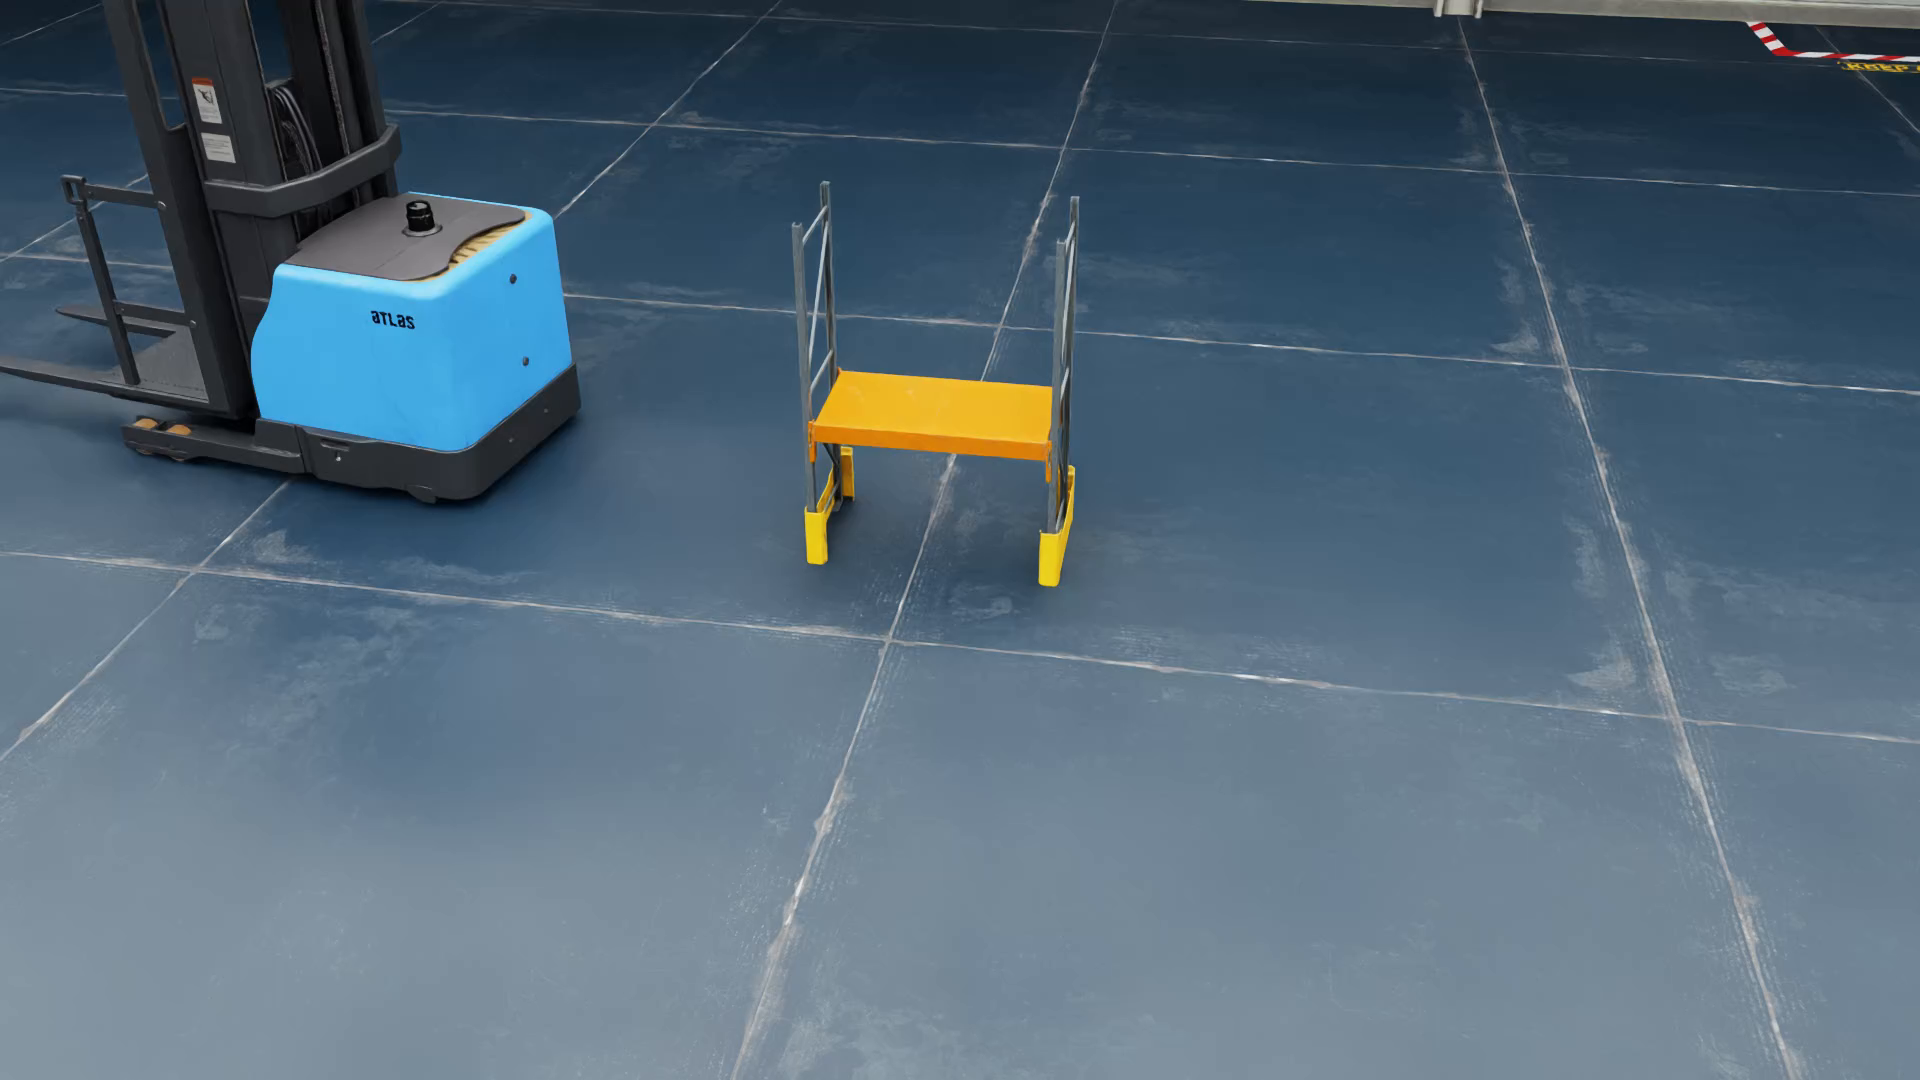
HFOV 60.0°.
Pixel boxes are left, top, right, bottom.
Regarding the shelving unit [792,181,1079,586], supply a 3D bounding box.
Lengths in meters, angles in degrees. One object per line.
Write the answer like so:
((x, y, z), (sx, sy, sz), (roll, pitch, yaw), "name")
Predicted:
((-0.075, -0.643, 6.863), (1.083, 1.500, 0.587), (5, 32, 8), "shelving unit")

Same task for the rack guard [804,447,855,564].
((-0.566, -0.157, 7.266), (0.087, 0.250, 0.587), (5, 32, 8), "rack guard")

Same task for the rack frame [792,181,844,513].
((-0.585, -0.689, 6.937), (0.032, 1.500, 0.500), (5, 32, 8), "rack frame")

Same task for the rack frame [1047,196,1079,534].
((0.417, -0.598, 6.792), (0.032, 1.500, 0.500), (5, 32, 8), "rack frame")

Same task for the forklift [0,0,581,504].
((-3.434, -1.868, 7.472), (3.031, 2.935, 1.130), (10, 33, 16), "forklift")

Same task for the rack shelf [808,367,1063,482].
((-0.084, -0.491, 6.960), (1.000, 0.185, 0.538), (5, 32, 8), "rack shelf")

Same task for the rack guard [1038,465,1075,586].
((0.416, -0.068, 7.124), (0.087, 0.250, 0.587), (5, 32, 8), "rack guard")

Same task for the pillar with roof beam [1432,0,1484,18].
((3.663, -6.223, 8.710), (0.400, 9.000, 9.100), (5, 32, 8), "pillar with roof beam")
